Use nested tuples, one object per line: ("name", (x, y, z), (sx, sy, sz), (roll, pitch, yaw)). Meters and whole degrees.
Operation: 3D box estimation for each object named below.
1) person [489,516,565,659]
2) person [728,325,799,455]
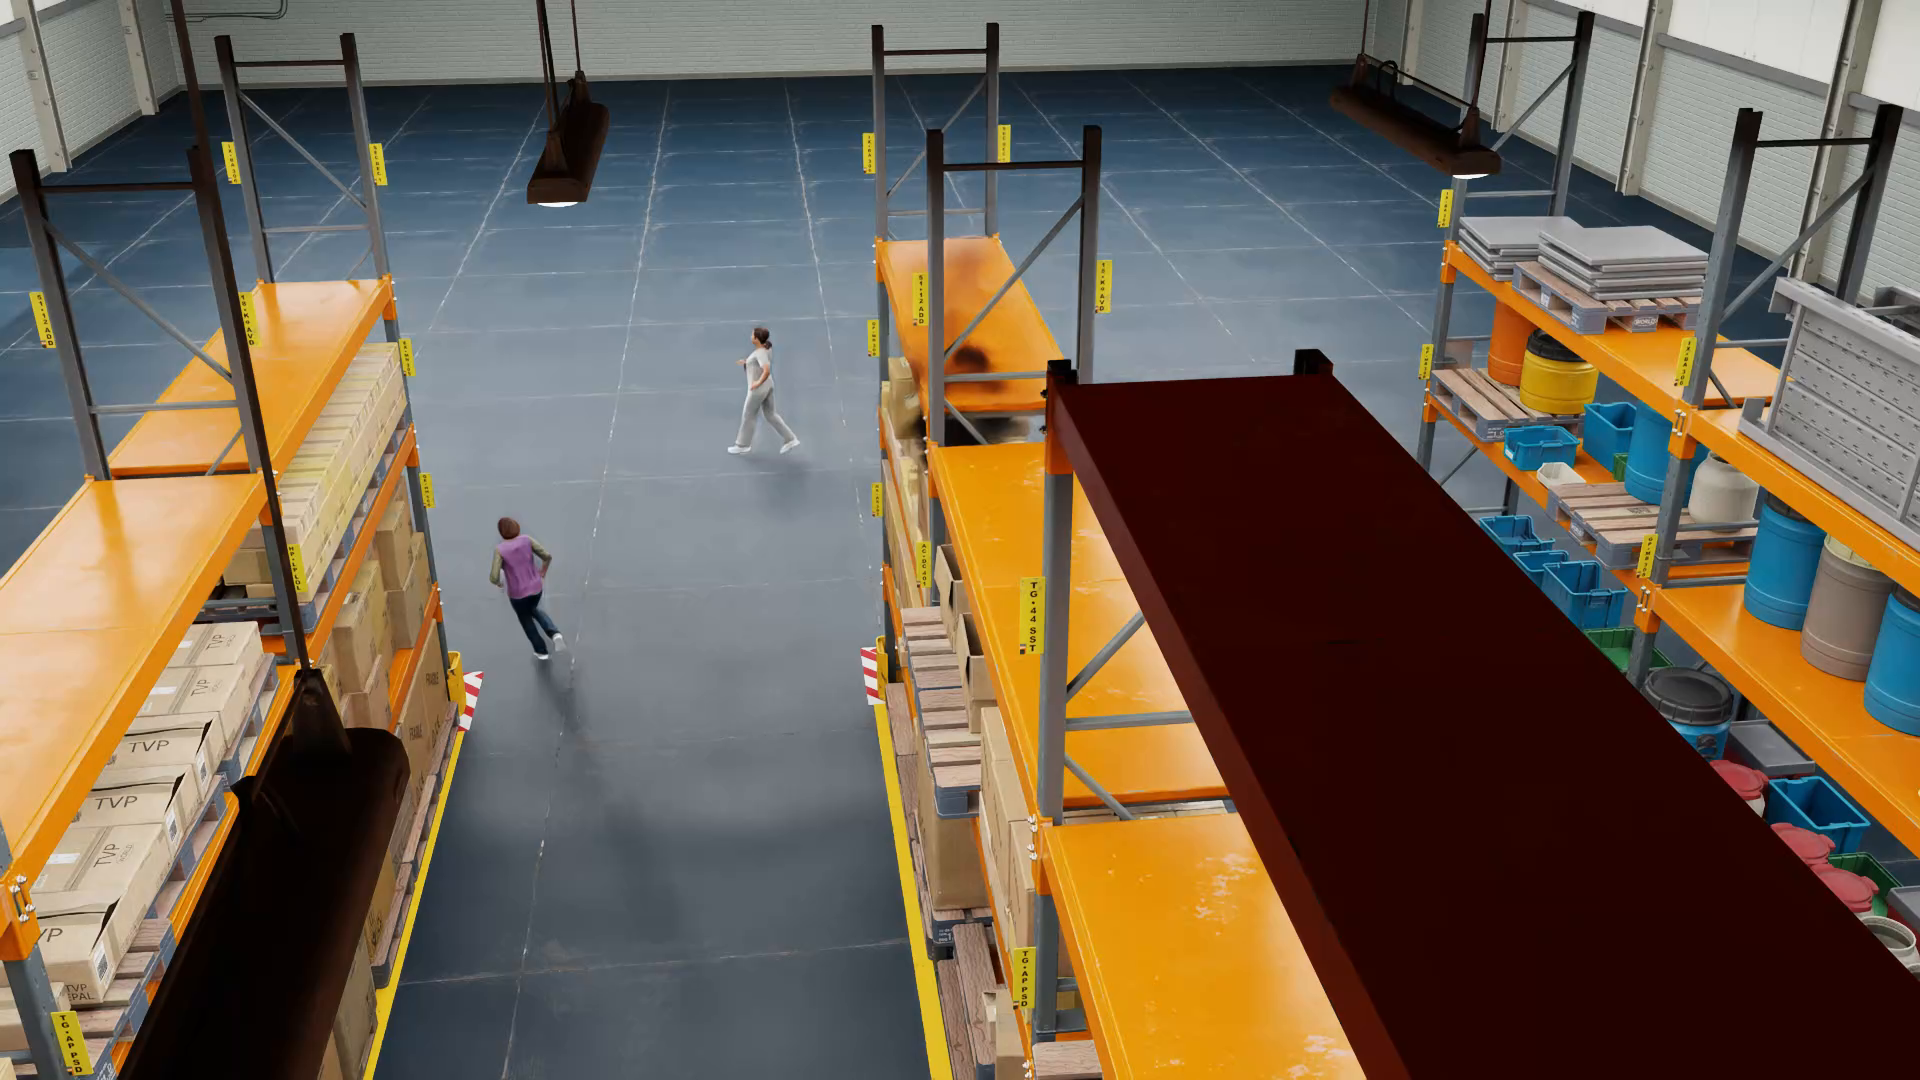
("person", (-4.133, 0.483, 15.719), (0.581, 1.545, 0.505), (-20, 32, -36))
("person", (-2.432, -1.817, 20.286), (0.941, 1.662, 0.564), (9, 27, 17))
